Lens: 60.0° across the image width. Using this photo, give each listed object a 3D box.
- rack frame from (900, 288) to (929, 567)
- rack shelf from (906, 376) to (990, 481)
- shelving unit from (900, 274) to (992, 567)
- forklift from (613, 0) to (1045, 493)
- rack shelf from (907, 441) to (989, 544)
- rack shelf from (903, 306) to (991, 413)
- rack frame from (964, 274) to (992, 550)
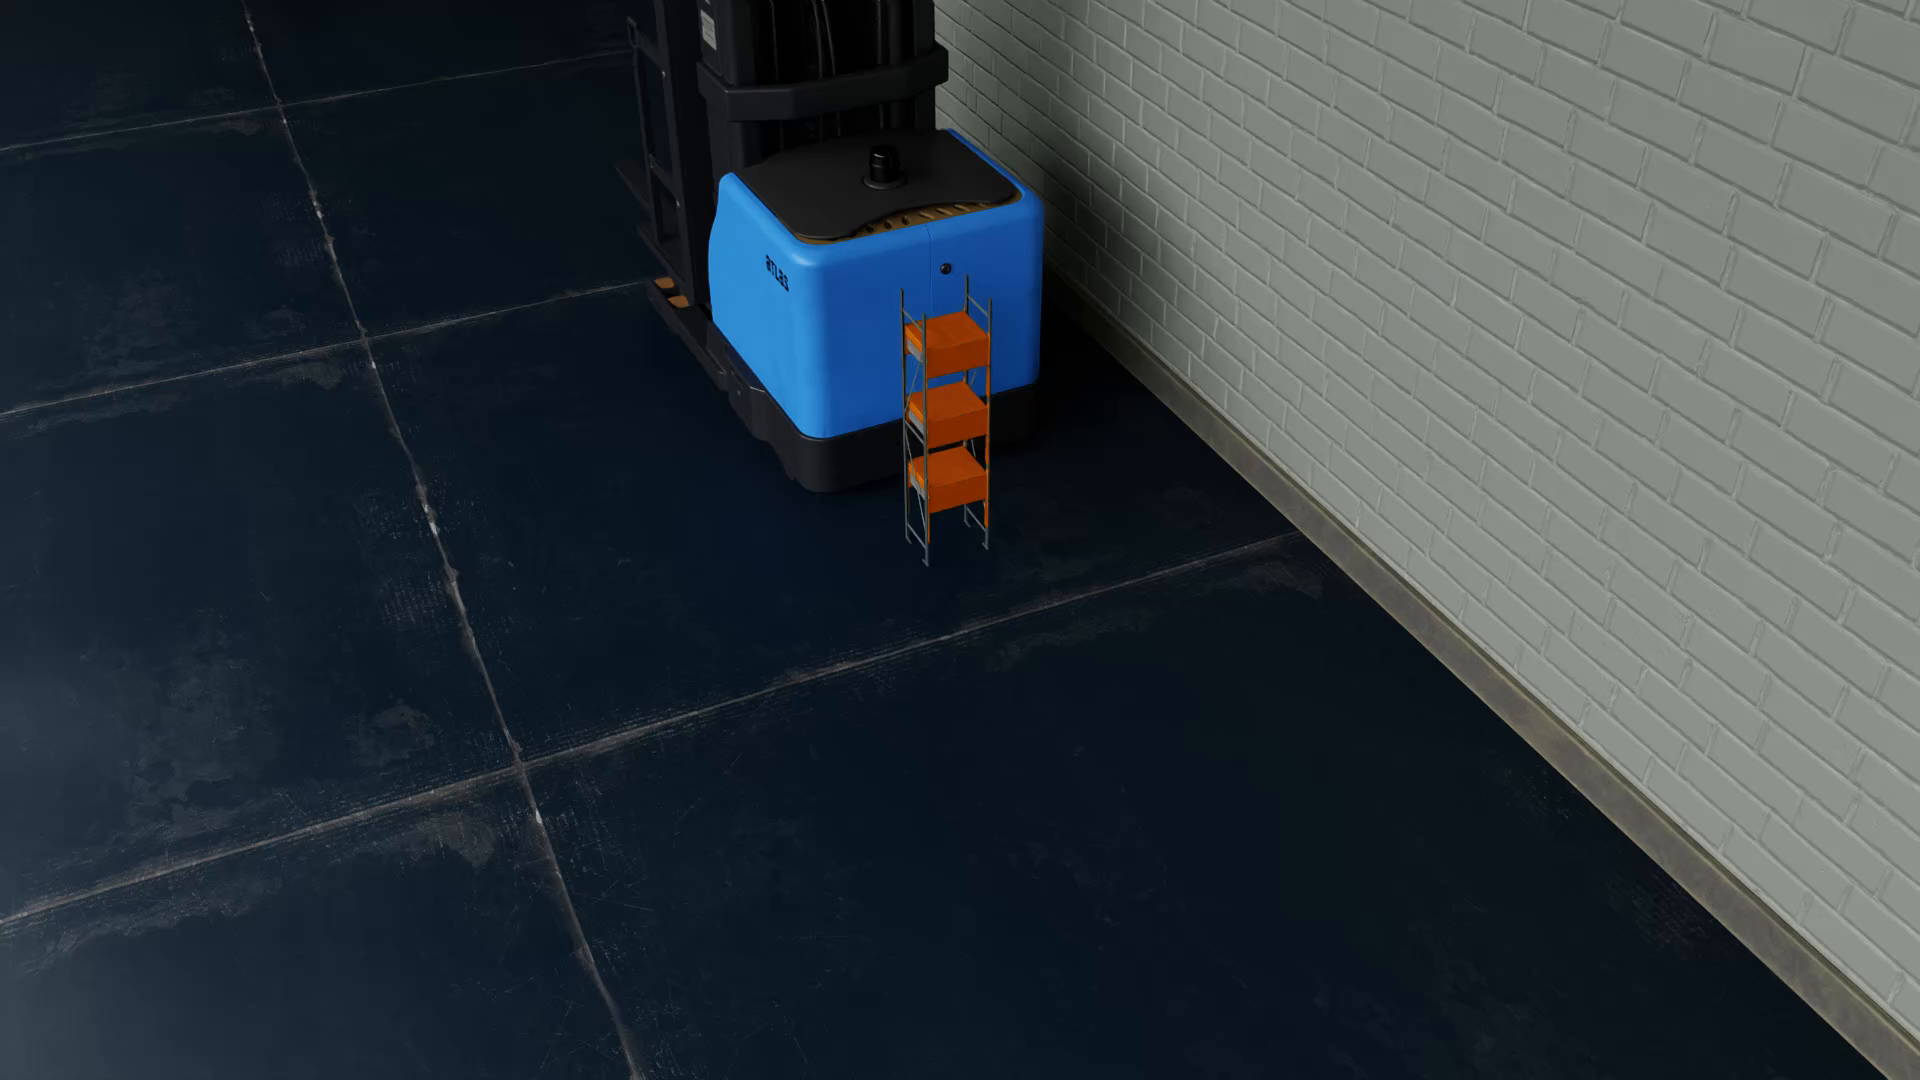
[{"bbox_3d":[-0.159,-0.377,5.877,0.008,1.050,0.200,-16,39,-20],"label":"rack frame"},{"bbox_3d":[-0.048,-0.400,5.925,0.240,0.259,0.215,-16,39,-20],"label":"rack shelf"},{"bbox_3d":[-0.048,-0.408,5.919,0.252,1.050,0.215,-16,39,-20],"label":"shelving unit"},{"bbox_3d":[-0.784,-2.223,6.787,1.130,2.935,3.031,-17,40,-21],"label":"forklift"},{"bbox_3d":[-0.048,-0.176,6.091,0.240,0.259,0.215,-16,39,-20],"label":"rack shelf"},{"bbox_3d":[-0.048,-0.628,5.756,0.240,0.259,0.215,-16,39,-20],"label":"rack shelf"},{"bbox_3d":[0.062,-0.439,5.961,0.008,1.050,0.200,-16,39,-20],"label":"rack frame"}]
